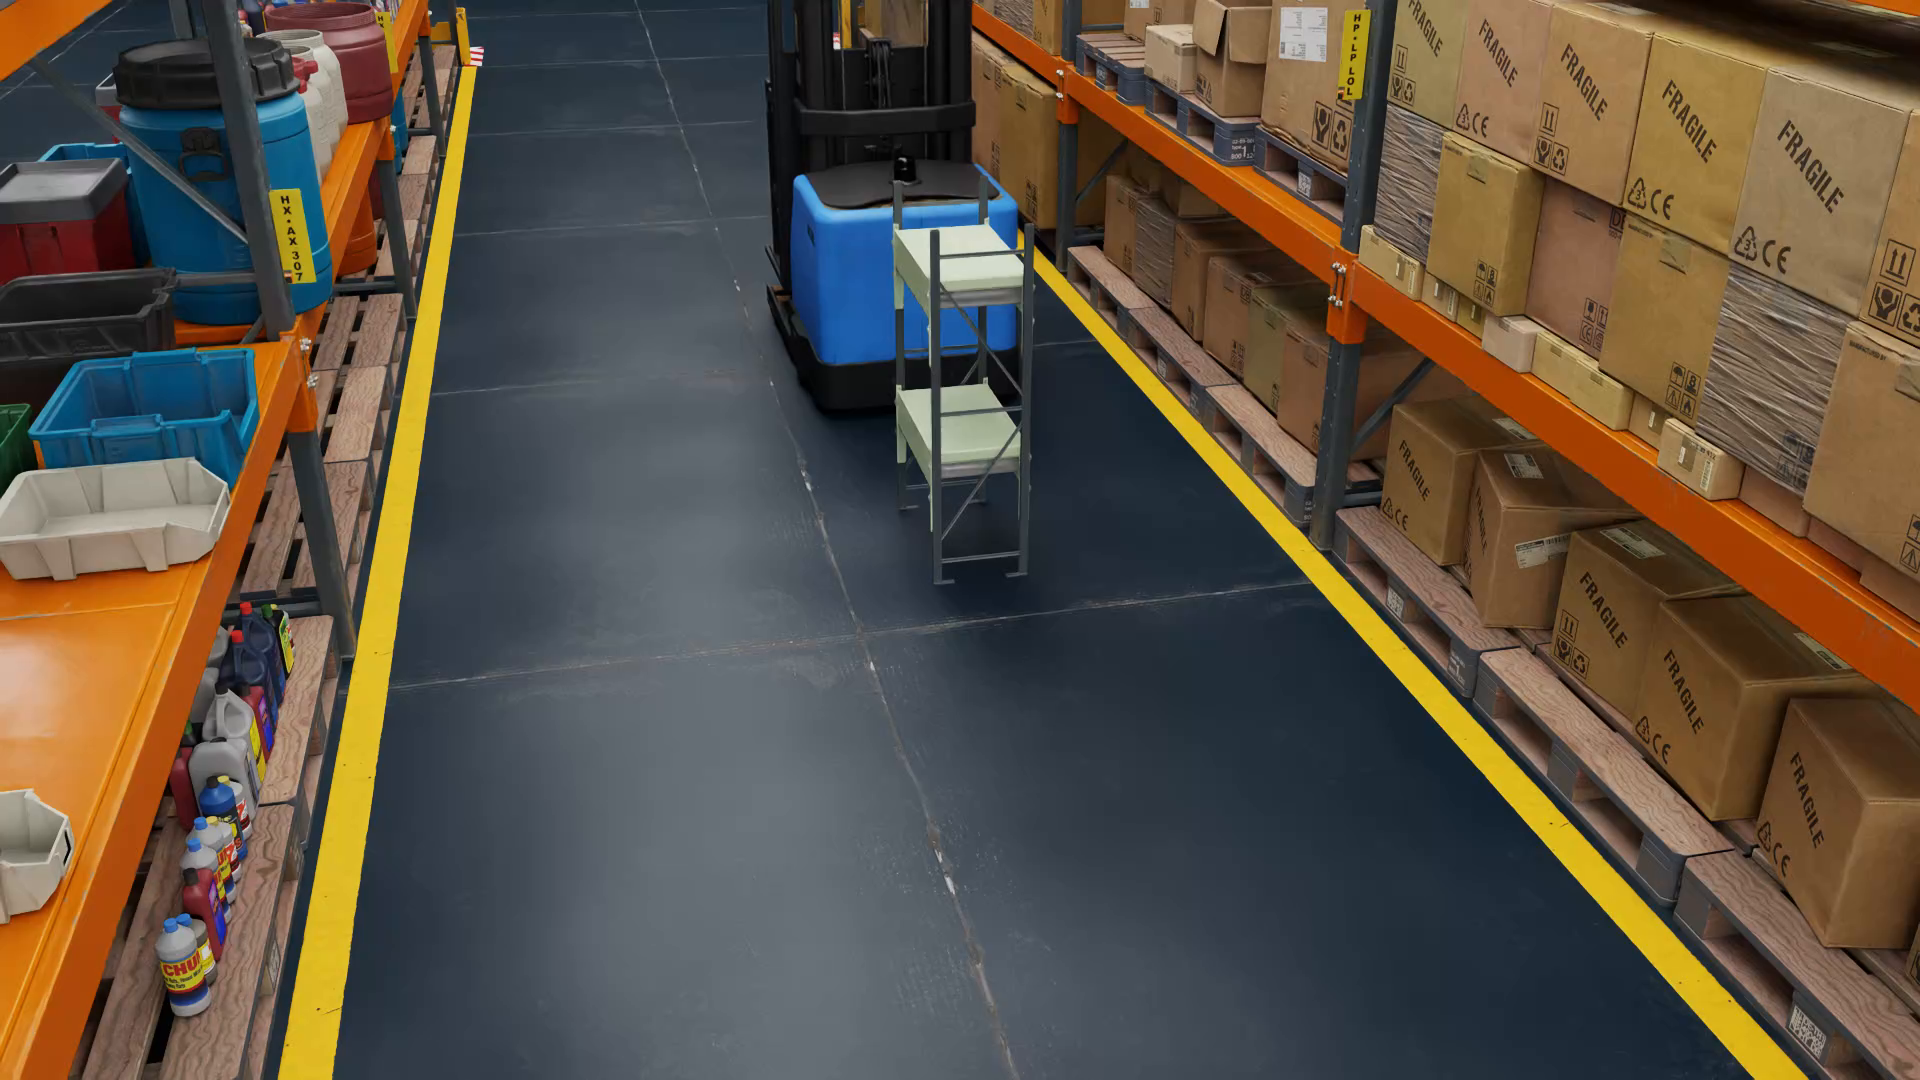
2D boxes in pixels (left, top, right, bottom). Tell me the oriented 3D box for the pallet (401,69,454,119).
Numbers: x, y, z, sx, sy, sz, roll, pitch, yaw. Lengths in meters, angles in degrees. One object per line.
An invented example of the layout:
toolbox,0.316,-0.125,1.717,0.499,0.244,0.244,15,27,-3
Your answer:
pallet,-5.093,-3.979,14.900,1.003,0.211,1.213,-6,27,-12

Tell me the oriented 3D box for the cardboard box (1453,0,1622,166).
cardboard box,1.985,-1.541,5.423,0.500,0.500,0.500,-6,27,-12

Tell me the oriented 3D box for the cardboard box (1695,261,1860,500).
cardboard box,2.521,-0.457,4.385,0.875,0.500,0.500,-6,27,-12

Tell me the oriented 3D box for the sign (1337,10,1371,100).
sign,1.477,-1.819,6.239,0.100,0.325,0.005,-6,27,-12

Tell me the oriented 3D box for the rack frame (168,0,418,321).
rack frame,-3.710,-2.613,9.098,1.000,3.000,0.127,-6,27,-12

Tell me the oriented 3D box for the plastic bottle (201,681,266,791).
plastic bottle,-2.267,0.609,5.166,0.144,0.351,0.185,-6,27,-12

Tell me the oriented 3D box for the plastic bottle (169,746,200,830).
plastic bottle,-2.337,0.722,5.017,0.061,0.283,0.133,-6,27,-12

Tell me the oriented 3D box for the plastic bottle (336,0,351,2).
plastic bottle,-3.955,-3.418,10.748,0.144,0.351,0.185,-6,27,-12

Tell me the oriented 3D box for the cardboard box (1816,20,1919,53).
cardboard box,2.722,-1.155,4.659,0.500,0.500,0.500,-6,27,-12

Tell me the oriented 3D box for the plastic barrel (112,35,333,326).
plastic barrel,-2.600,-1.281,5.903,0.600,0.901,0.708,-6,27,-12

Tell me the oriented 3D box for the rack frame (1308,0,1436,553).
rack frame,2.017,-1.360,6.615,1.000,3.000,0.127,-6,27,-12

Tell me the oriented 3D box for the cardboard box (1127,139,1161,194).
cardboard box,1.296,-2.240,9.812,0.500,0.250,0.500,-5,27,-9

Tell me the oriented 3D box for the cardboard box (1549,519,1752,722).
cardboard box,2.421,0.264,5.707,0.500,0.500,0.500,-8,28,-16

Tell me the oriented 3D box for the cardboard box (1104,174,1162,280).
cardboard box,1.286,-1.904,9.979,0.700,0.500,0.500,-7,28,-14

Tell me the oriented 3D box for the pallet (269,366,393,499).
pallet,-3.302,-0.489,7.985,1.003,0.211,1.213,-6,27,-12

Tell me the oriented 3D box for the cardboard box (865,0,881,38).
cardboard box,-0.465,-5.594,16.896,0.875,0.875,0.875,-6,27,-12

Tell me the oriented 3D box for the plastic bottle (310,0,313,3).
plastic bottle,-4.678,-3.898,11.865,0.097,0.201,0.097,0,27,0

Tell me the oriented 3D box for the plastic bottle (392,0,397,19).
plastic bottle,-3.981,-3.732,11.453,0.152,0.276,0.135,-6,27,-12

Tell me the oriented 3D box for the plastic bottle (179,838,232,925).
plastic bottle,-2.089,0.943,4.593,0.097,0.271,0.097,0,27,0

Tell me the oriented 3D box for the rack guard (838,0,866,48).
rack guard,-0.693,-5.522,17.636,1.175,0.500,0.348,-6,27,-12

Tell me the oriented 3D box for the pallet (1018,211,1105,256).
pallet,1.011,-2.225,11.423,1.003,0.211,1.213,-6,27,-12

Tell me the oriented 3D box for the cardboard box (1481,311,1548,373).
cardboard box,1.981,-0.682,5.551,0.380,0.149,0.250,-6,27,-12

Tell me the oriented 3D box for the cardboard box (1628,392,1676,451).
cardboard box,2.224,-0.360,4.914,0.380,0.149,0.250,-6,27,-12

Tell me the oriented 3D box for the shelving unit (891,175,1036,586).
shelving unit,0.002,-0.667,6.906,0.431,1.500,0.755,-6,27,-12

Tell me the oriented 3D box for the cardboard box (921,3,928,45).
cardboard box,0.378,-3.832,13.405,1.225,0.875,0.875,-6,27,-11

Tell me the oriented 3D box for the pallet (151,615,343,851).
pallet,-2.698,0.687,5.654,1.003,0.211,1.213,-6,27,-12

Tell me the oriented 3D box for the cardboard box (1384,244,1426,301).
cardboard box,1.816,-1.012,6.204,0.380,0.149,0.250,-6,27,-12

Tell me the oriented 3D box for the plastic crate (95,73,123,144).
plastic crate,-3.644,-1.901,7.616,0.402,0.464,0.583,-6,27,-12

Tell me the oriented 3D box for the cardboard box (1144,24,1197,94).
cardboard box,1.269,-2.477,8.529,0.500,0.250,0.500,-7,28,-13

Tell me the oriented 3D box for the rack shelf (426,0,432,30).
rack shelf,-5.062,-4.926,14.478,1.077,0.370,4.000,-6,27,-12

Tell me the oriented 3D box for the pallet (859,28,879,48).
pallet,-0.431,-5.040,17.001,1.003,0.211,1.213,-6,27,-12

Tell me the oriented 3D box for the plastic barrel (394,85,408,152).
plastic barrel,-4.505,-3.379,12.478,0.600,0.901,0.708,-6,27,-12

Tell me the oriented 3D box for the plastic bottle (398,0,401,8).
plastic bottle,-4.085,-3.976,11.854,0.144,0.351,0.185,-6,27,-12

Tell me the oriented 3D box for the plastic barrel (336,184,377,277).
plastic barrel,-3.837,-2.044,9.914,0.600,0.830,0.708,-6,27,-12

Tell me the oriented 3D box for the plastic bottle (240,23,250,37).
plastic bottle,-4.409,-3.069,10.221,0.097,0.201,0.097,0,27,0

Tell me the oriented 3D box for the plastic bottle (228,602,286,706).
plastic bottle,-2.383,0.383,5.614,0.144,0.351,0.185,-7,28,-13

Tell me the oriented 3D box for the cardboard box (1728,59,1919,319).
cardboard box,2.325,-0.883,4.119,0.500,0.500,0.500,-6,27,-12

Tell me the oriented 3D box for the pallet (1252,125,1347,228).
pallet,1.987,-1.624,7.352,1.003,0.211,1.213,-6,27,-12

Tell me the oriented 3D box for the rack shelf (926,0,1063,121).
rack shelf,0.665,-3.673,11.996,1.077,0.370,4.000,-6,27,-12

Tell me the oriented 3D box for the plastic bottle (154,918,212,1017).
plastic bottle,-2.012,1.093,4.295,0.097,0.271,0.097,0,27,0

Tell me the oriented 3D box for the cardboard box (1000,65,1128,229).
cardboard box,0.980,-2.660,11.083,1.225,0.875,0.875,-7,28,-14

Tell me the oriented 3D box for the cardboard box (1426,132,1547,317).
cardboard box,2.137,-1.110,5.680,0.875,0.500,0.500,-6,27,-12

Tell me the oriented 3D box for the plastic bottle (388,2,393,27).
plastic bottle,-3.876,-3.549,11.173,0.097,0.201,0.097,0,27,0

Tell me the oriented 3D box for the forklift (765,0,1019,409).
forklift,-0.533,-2.611,9.170,1.130,2.935,3.031,-6,27,-12

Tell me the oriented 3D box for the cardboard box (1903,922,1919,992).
cardboard box,2.794,1.049,4.151,0.500,0.500,0.500,-1,27,-2

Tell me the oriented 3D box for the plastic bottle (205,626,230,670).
plastic bottle,-2.523,0.397,5.585,0.144,0.351,0.185,-6,27,-12

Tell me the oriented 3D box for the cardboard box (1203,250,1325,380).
cardboard box,1.684,-1.169,8.523,0.700,0.500,0.500,-8,28,-16

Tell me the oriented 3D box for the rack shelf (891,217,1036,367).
rack shelf,0.002,-1.015,6.730,0.431,0.370,0.720,-6,27,-12

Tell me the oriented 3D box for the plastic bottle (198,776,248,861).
plastic bottle,-2.157,0.810,4.856,0.097,0.271,0.097,0,27,0

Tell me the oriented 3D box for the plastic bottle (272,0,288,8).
plastic bottle,-4.434,-3.437,10.873,0.097,0.271,0.097,0,27,0

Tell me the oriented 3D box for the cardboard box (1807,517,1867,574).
cardboard box,2.434,-0.035,4.270,0.380,0.149,0.250,-6,27,-12

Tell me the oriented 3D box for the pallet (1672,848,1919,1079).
pallet,2.753,1.248,4.544,1.003,0.211,1.213,-6,27,-12

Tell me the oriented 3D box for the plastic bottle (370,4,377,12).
plastic bottle,-3.700,-3.238,10.478,0.097,0.271,0.097,0,27,0

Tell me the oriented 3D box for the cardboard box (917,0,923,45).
cardboard box,0.143,-4.409,14.547,0.875,0.875,0.875,-6,27,-12

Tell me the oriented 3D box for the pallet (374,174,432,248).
pallet,-4.200,-2.244,11.462,1.003,0.211,1.213,-6,27,-12

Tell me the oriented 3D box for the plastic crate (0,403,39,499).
plastic crate,-2.778,-0.138,4.429,0.450,0.188,0.662,-6,27,-12

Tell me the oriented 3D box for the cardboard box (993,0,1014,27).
cardboard box,0.536,-3.799,11.337,0.500,0.500,0.500,-7,28,-13

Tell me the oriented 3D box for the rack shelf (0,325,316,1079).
rack shelf,-2.358,0.342,4.041,1.077,0.370,4.000,-6,27,-12

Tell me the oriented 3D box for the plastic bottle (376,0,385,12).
plastic bottle,-3.805,-3.389,10.773,0.152,0.276,0.135,-6,27,-12

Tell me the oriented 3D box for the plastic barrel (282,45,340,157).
plastic barrel,-3.175,-2.048,7.854,0.421,0.512,0.421,0,27,0
